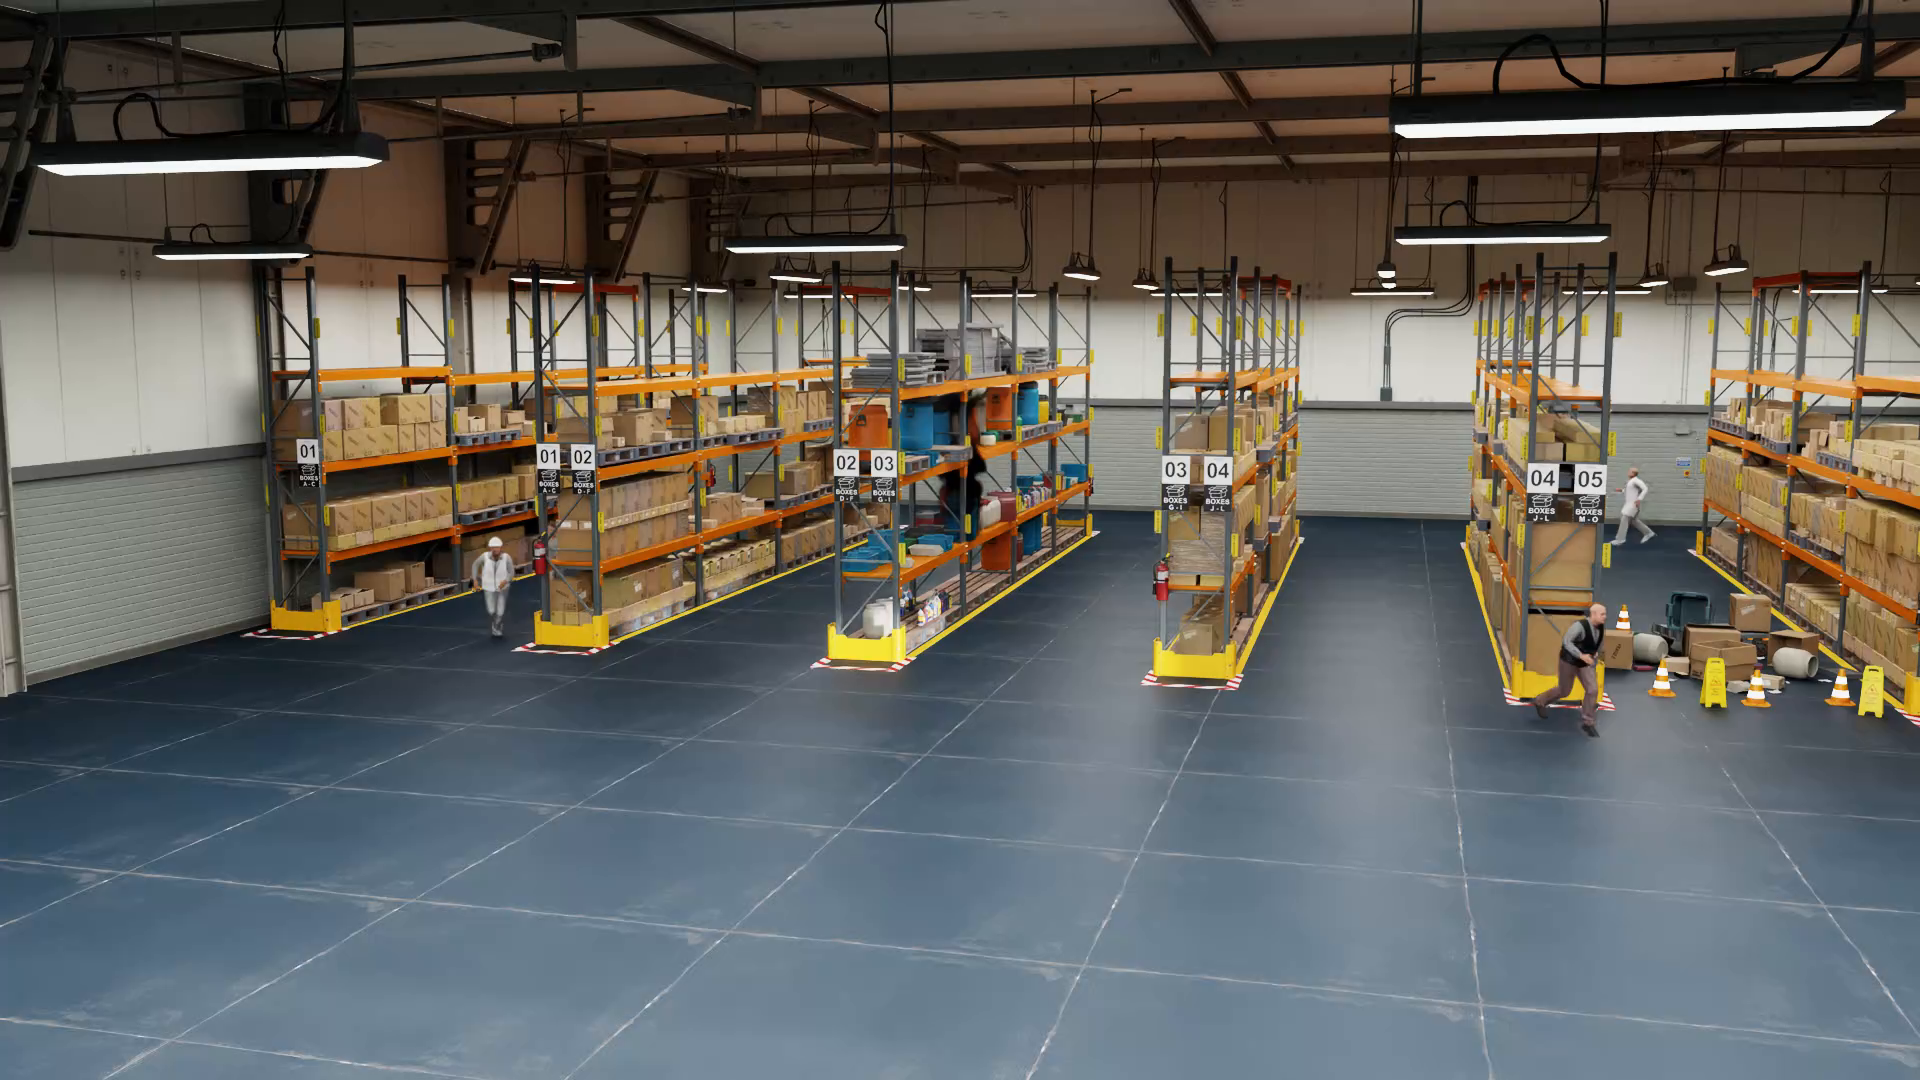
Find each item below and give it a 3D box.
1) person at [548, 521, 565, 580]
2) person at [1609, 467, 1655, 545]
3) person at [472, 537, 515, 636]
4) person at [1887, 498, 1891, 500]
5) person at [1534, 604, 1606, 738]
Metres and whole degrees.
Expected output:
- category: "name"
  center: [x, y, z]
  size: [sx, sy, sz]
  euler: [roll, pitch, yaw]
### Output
- category: "person"
  center: [-7.280, 0.434, 30.000]
  size: [0.603, 1.626, 1.003]
  euler: [1, 7, 5]
- category: "person"
  center: [15.569, -0.781, 38.444]
  size: [1.009, 1.798, 0.707]
  euler: [2, 7, 15]
- category: "person"
  center: [-7.525, 0.763, 26.856]
  size: [0.678, 1.654, 0.695]
  euler: [-2, 7, -15]
- category: "person"
  center: [18.417, 0.011, 32.818]
  size: [0.583, 1.747, 0.801]
  euler: [0, 7, -3]
- category: "person"
  center: [7.642, 1.580, 20.797]
  size: [0.695, 1.681, 1.006]
  euler: [-5, 9, -33]
